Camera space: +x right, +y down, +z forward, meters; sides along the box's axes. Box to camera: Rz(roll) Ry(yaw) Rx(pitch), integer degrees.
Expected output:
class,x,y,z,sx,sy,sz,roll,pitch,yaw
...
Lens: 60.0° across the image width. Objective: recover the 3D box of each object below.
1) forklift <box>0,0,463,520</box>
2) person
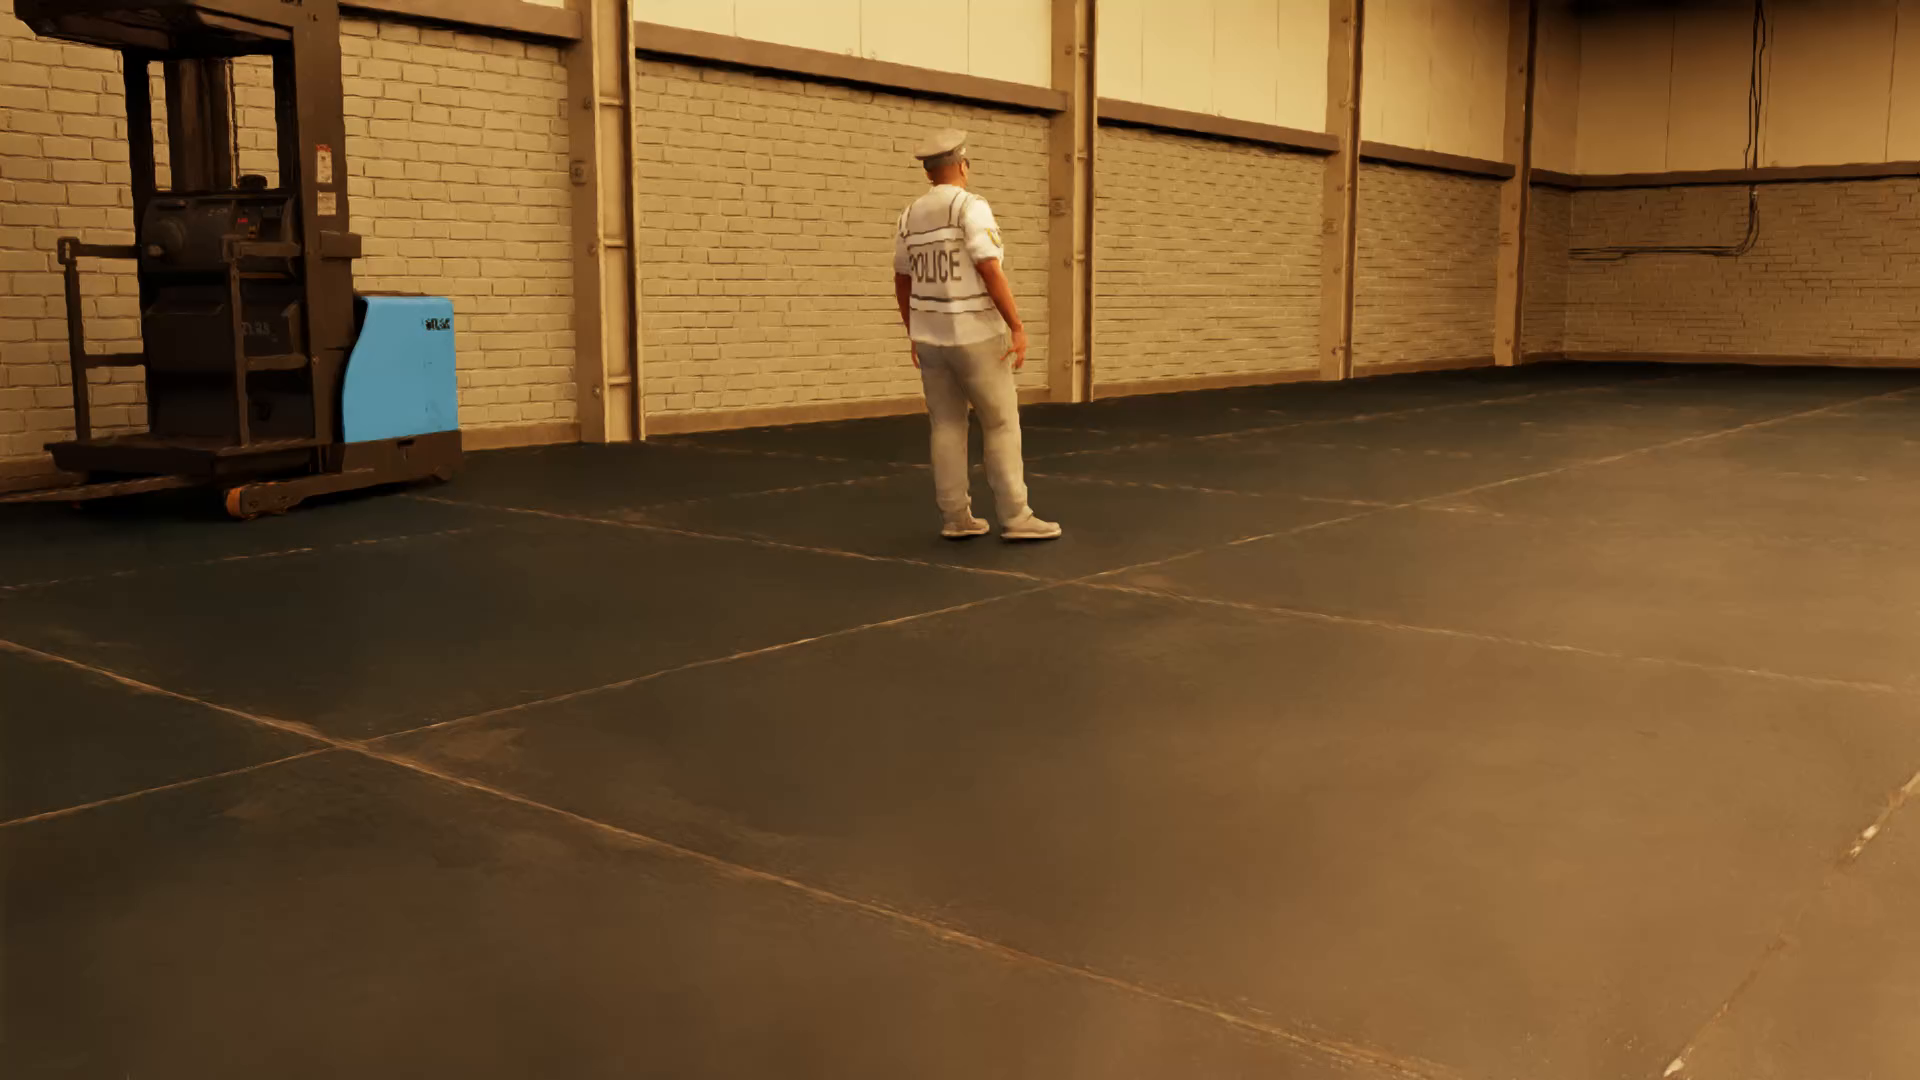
class,x,y,z,sx,sy,sz,roll,pitch,yaw
forklift,-3.856,-1.612,8.297,1.130,2.935,3.031,3,9,19
person,0.058,-0.897,7.327,0.640,1.781,0.574,7,11,38
